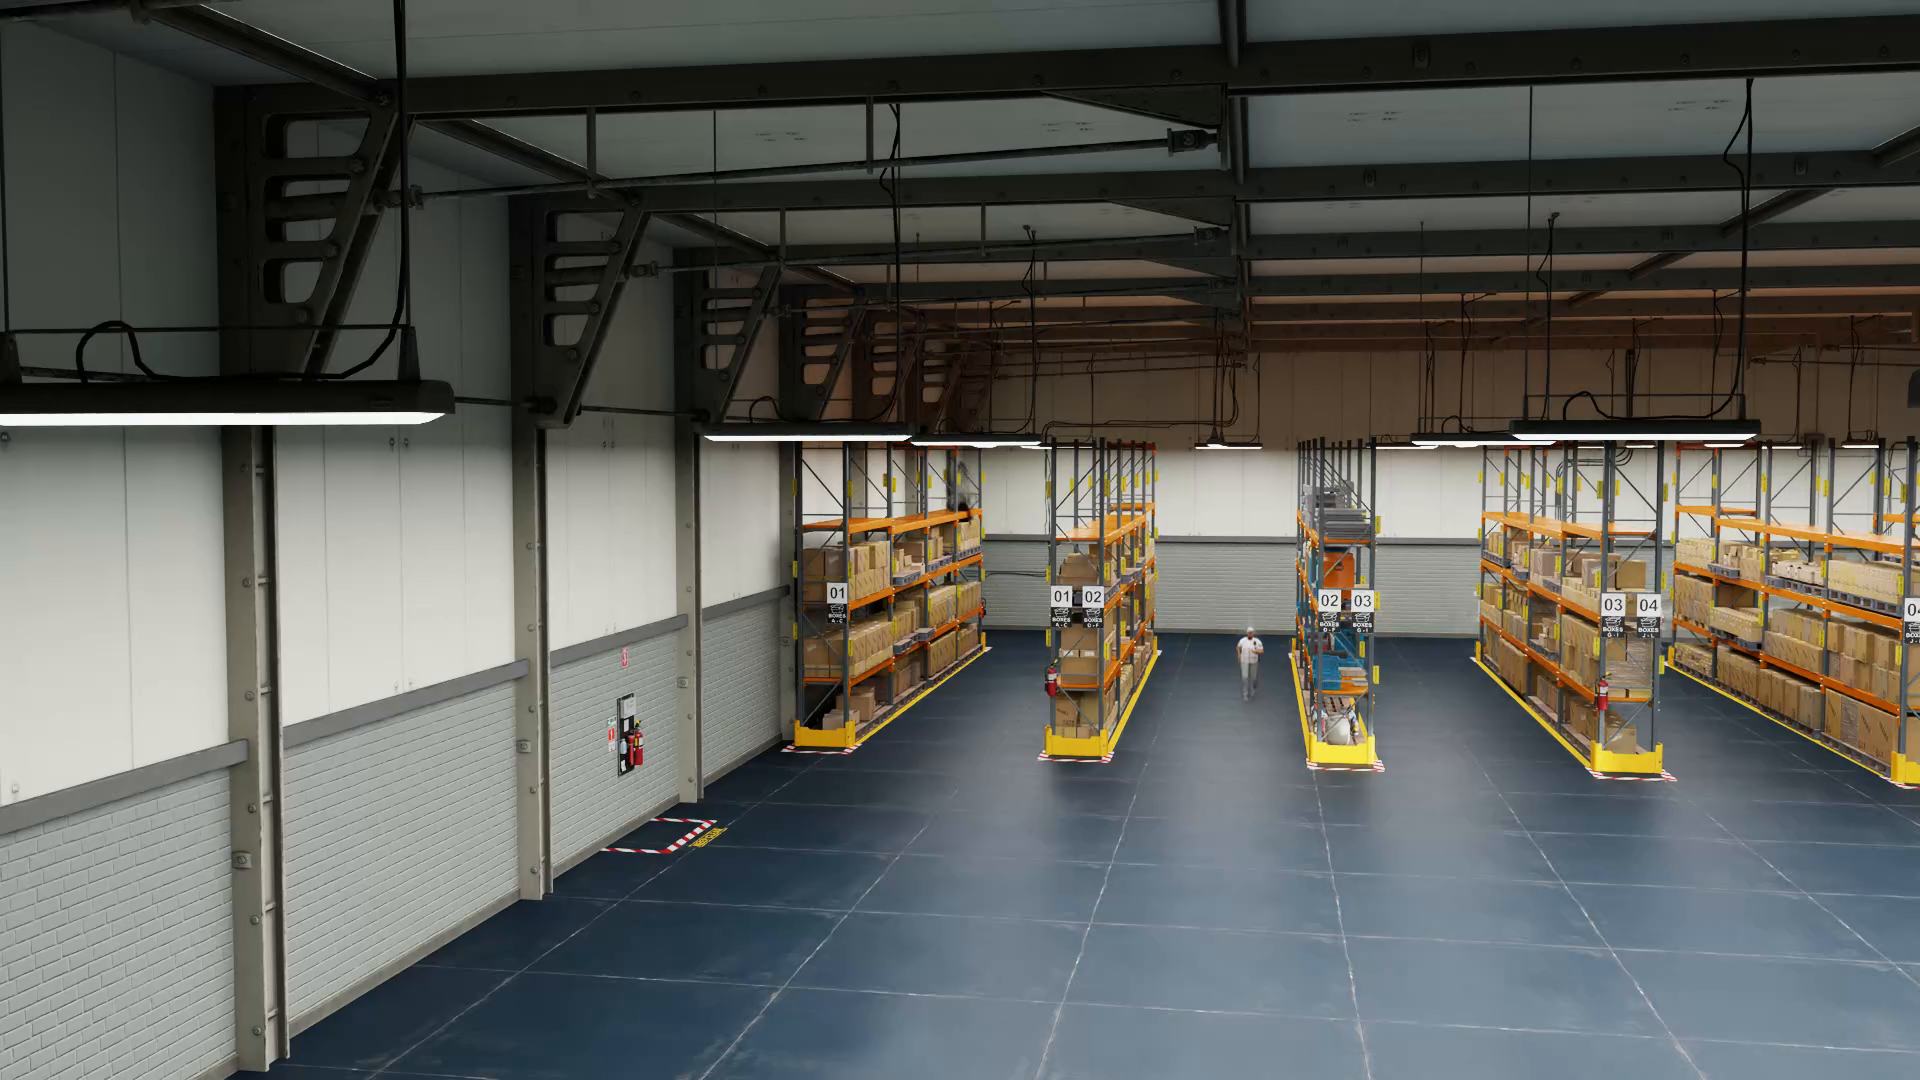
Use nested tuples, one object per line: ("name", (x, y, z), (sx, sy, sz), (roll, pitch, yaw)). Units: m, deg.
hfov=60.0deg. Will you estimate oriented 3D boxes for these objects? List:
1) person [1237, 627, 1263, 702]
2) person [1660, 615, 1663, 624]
("person", (6.691, 2.842, 38.362), (0.603, 1.662, 0.940), (1, 3, 10))
("person", (18.952, 2.441, 45.793), (0.580, 1.726, 0.722), (0, 3, -4))
